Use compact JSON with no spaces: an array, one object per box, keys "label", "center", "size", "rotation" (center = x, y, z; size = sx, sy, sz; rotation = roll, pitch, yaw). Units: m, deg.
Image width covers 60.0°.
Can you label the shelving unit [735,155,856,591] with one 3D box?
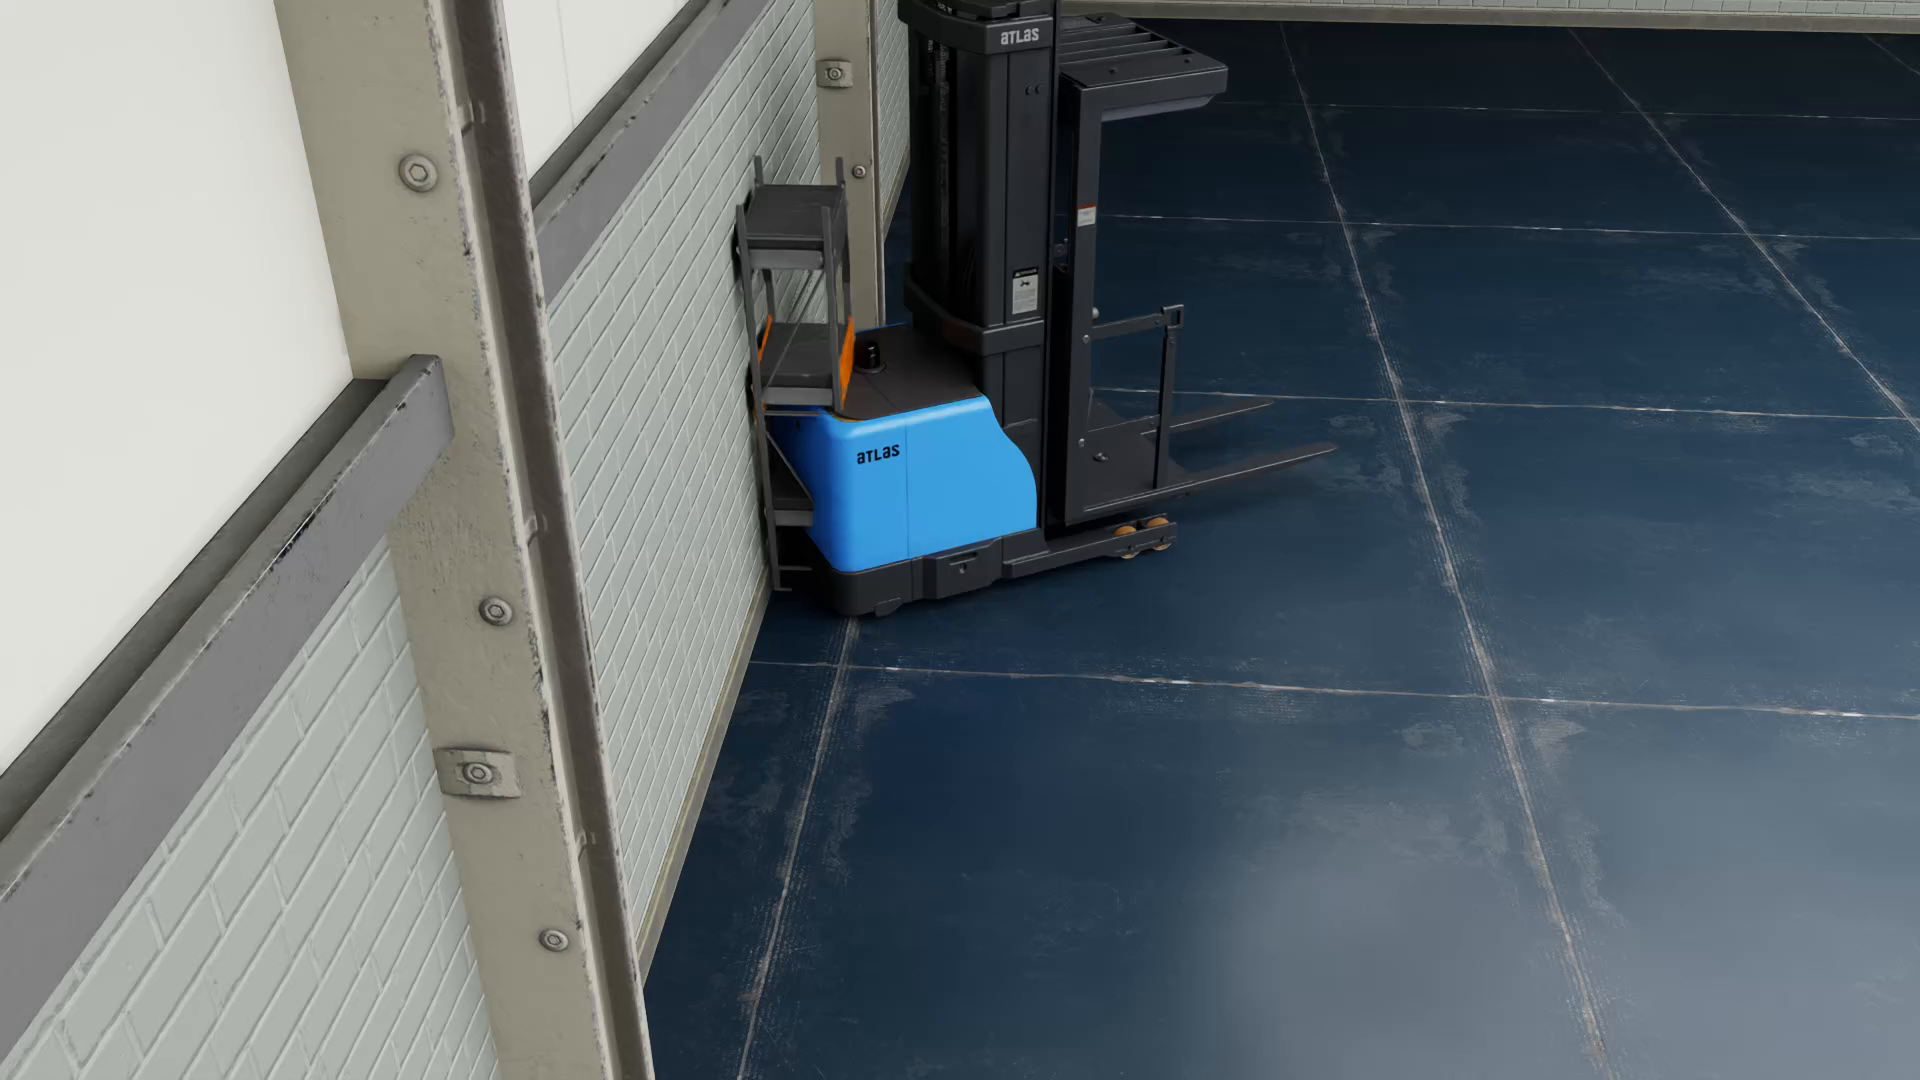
[{"label":"shelving unit","center":[-0.725,-0.726,7.854],"size":[0.431,2.100,0.503],"rotation":[2,38,3]}]

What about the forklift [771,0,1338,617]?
[{"label":"forklift","center":[0.570,-1.388,8.209],"size":[3.031,2.935,1.130],"rotation":[-14,34,-21]}]

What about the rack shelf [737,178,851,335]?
[{"label":"rack shelf","center":[-0.732,-1.270,7.437],"size":[0.431,0.518,0.480],"rotation":[2,38,3]}]

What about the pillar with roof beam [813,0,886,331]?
[{"label":"pillar with roof beam","center":[3.658,-4.638,7.699],"size":[9.100,9.000,0.400],"rotation":[2,32,4]}]

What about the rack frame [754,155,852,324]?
[{"label":"rack frame","center":[-0.710,-0.874,8.047],"size":[0.400,2.100,0.015],"rotation":[2,38,3]}]

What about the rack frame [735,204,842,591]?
[{"label":"rack frame","center":[-0.740,-0.577,7.661],"size":[0.400,2.100,0.015],"rotation":[2,38,3]}]

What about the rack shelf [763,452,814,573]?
[{"label":"rack shelf","center":[-0.718,-0.159,8.288],"size":[0.431,0.518,0.480],"rotation":[2,38,3]}]

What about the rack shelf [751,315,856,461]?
[{"label":"rack shelf","center":[-0.725,-0.715,7.862],"size":[0.431,0.518,0.480],"rotation":[2,38,3]}]
